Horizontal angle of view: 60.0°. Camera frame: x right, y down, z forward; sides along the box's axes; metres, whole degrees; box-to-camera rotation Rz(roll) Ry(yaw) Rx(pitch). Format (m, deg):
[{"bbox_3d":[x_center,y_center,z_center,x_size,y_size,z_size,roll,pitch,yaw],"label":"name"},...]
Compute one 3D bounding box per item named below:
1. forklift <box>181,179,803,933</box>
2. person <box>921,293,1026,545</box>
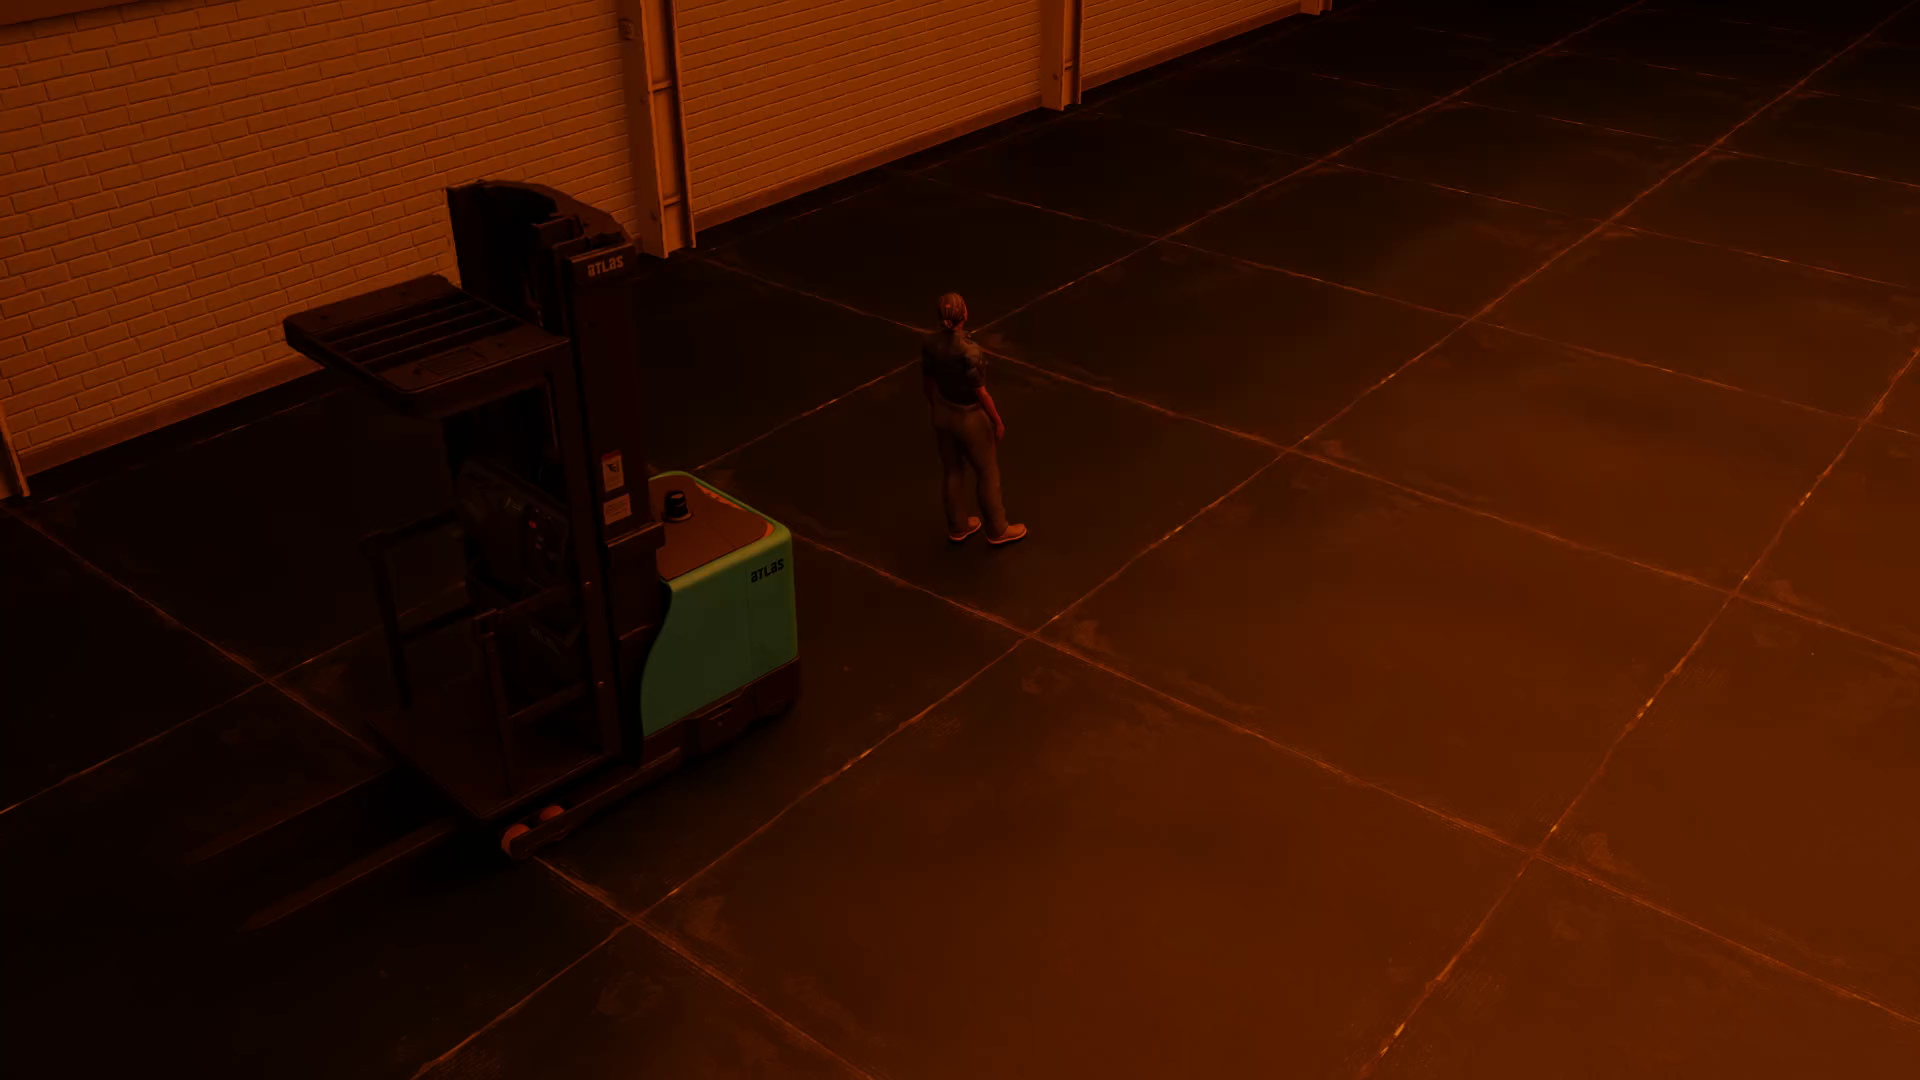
[{"bbox_3d":[-2.242,-0.041,7.665,1.130,2.935,3.031,27,40,38],"label":"forklift"},{"bbox_3d":[0.071,-0.749,10.127,0.569,1.656,0.503,22,37,33],"label":"person"}]
